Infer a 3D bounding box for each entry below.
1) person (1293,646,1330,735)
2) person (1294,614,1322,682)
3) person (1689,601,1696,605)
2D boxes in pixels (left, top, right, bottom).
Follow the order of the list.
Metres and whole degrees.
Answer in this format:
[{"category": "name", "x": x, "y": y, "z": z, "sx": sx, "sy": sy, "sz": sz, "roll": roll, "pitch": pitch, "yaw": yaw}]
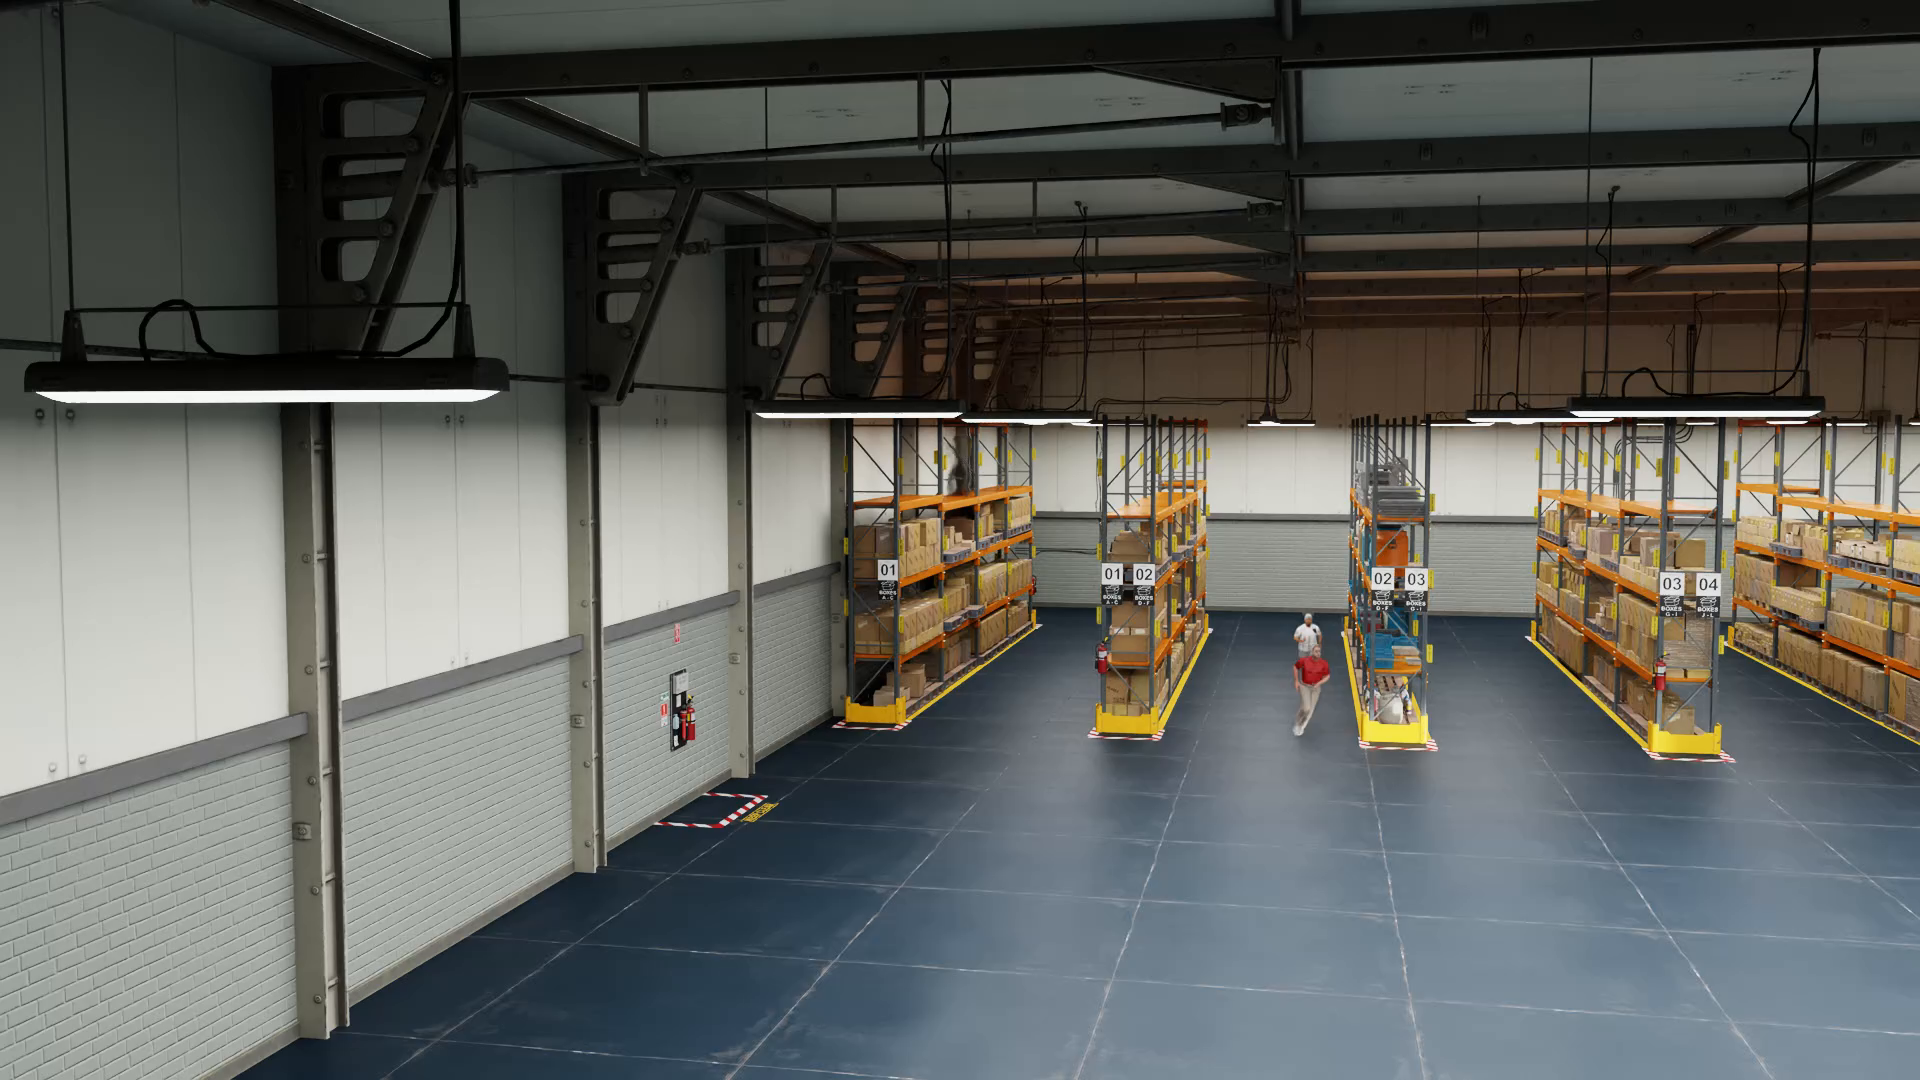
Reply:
[{"category": "person", "x": 6.578, "y": 2.824, "z": 31.096, "sx": 0.651, "sy": 1.708, "sz": 0.622, "roll": 0, "pitch": 4, "yaw": -5}, {"category": "person", "x": 7.684, "y": 2.445, "z": 36.744, "sx": 0.626, "sy": 1.644, "sz": 0.823, "roll": 0, "pitch": 4, "yaw": 7}, {"category": "person", "x": 19.051, "y": 2.009, "z": 43.610, "sx": 0.570, "sy": 1.637, "sz": 0.565, "roll": 2, "pitch": 4, "yaw": 32}]
